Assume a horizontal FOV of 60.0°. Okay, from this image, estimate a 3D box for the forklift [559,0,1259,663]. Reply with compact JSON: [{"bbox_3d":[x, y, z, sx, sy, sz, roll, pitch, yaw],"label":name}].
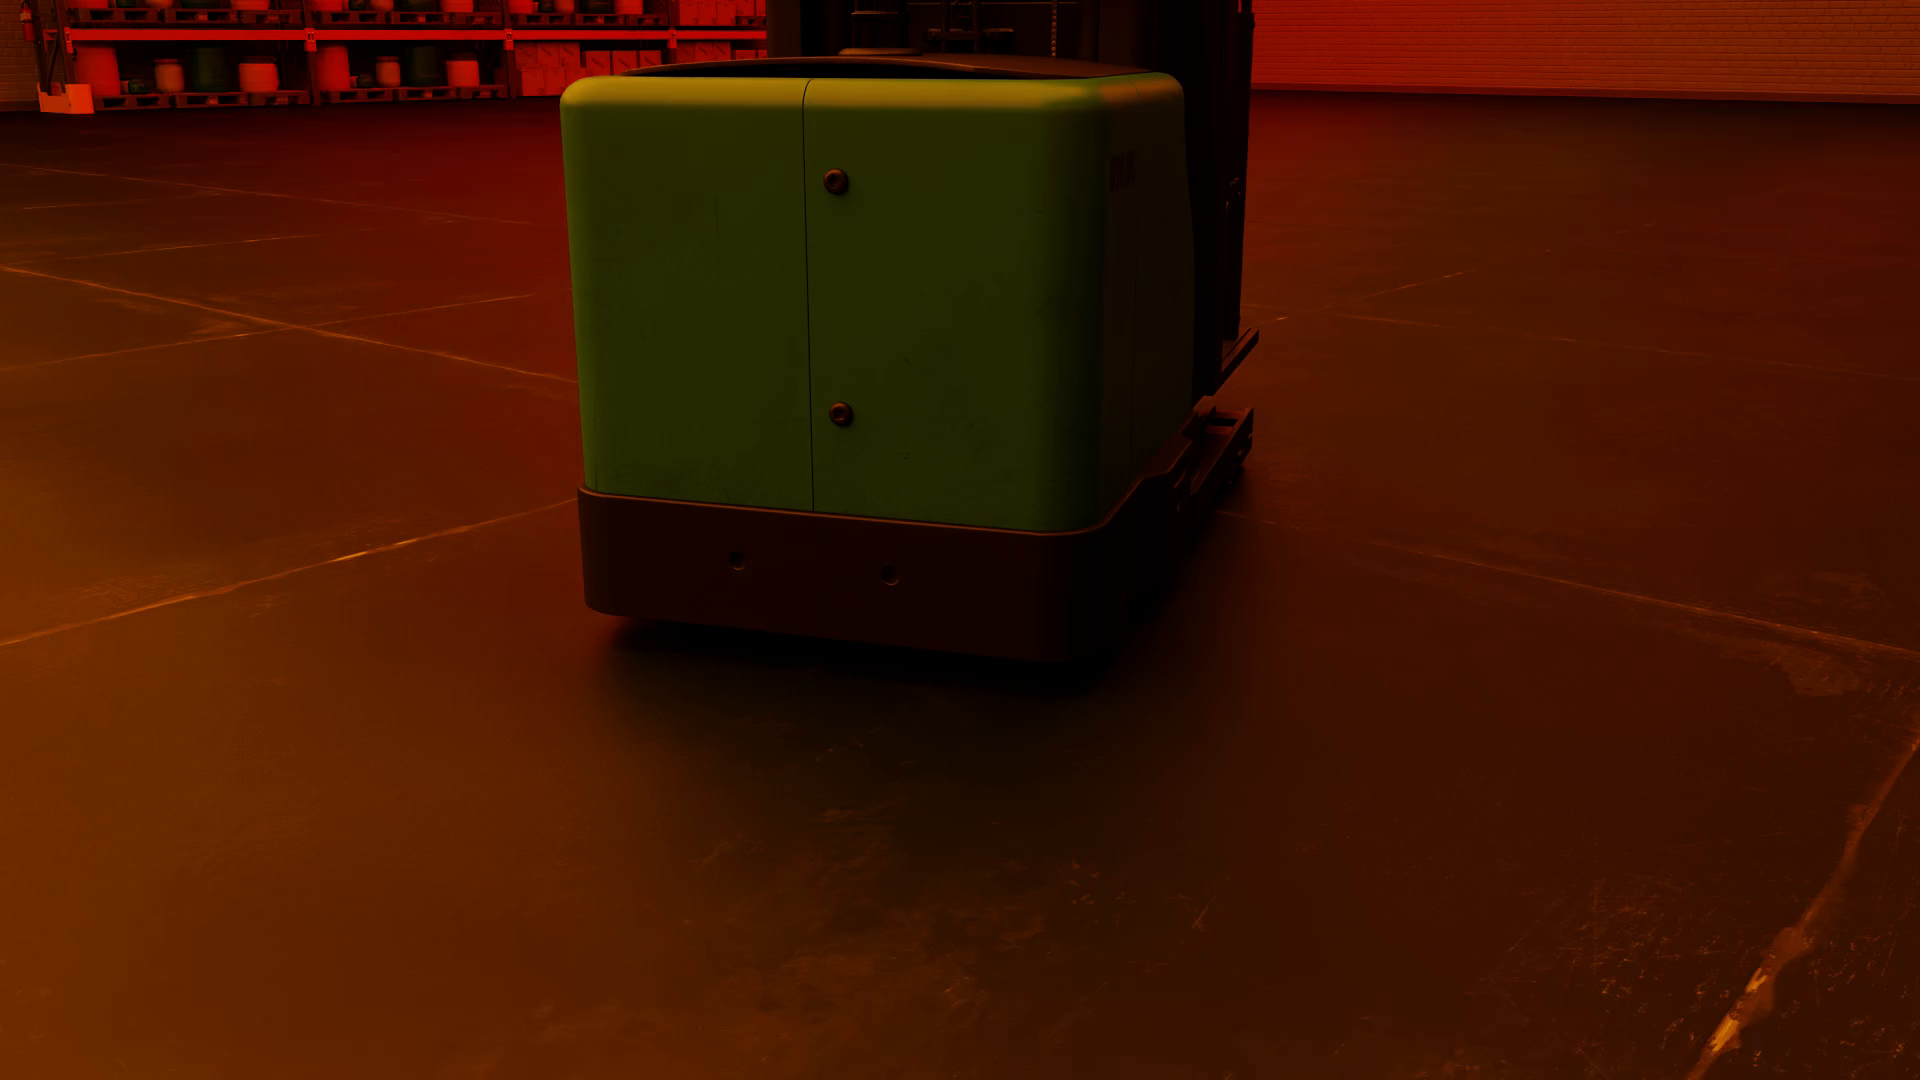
[{"bbox_3d":[0.182,-1.571,4.072,1.130,2.935,3.031,5,18,17],"label":"forklift"}]
